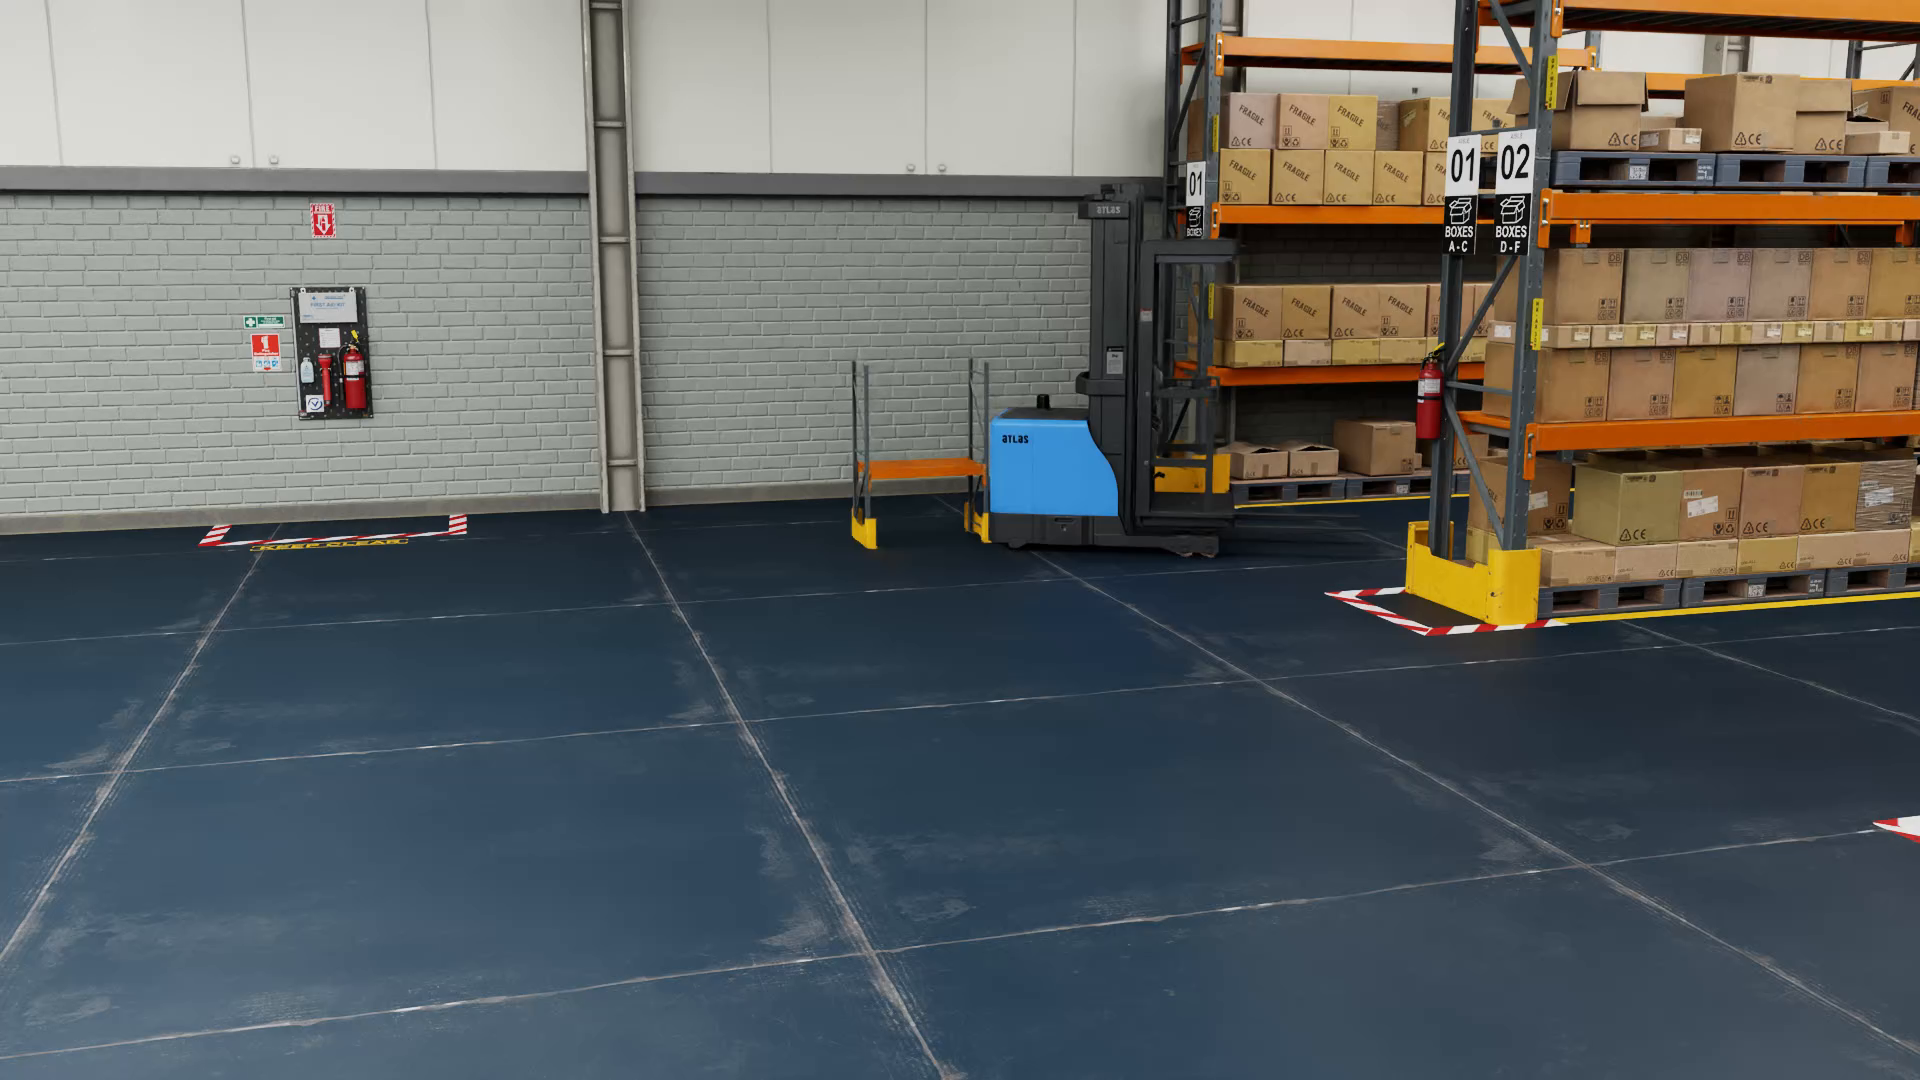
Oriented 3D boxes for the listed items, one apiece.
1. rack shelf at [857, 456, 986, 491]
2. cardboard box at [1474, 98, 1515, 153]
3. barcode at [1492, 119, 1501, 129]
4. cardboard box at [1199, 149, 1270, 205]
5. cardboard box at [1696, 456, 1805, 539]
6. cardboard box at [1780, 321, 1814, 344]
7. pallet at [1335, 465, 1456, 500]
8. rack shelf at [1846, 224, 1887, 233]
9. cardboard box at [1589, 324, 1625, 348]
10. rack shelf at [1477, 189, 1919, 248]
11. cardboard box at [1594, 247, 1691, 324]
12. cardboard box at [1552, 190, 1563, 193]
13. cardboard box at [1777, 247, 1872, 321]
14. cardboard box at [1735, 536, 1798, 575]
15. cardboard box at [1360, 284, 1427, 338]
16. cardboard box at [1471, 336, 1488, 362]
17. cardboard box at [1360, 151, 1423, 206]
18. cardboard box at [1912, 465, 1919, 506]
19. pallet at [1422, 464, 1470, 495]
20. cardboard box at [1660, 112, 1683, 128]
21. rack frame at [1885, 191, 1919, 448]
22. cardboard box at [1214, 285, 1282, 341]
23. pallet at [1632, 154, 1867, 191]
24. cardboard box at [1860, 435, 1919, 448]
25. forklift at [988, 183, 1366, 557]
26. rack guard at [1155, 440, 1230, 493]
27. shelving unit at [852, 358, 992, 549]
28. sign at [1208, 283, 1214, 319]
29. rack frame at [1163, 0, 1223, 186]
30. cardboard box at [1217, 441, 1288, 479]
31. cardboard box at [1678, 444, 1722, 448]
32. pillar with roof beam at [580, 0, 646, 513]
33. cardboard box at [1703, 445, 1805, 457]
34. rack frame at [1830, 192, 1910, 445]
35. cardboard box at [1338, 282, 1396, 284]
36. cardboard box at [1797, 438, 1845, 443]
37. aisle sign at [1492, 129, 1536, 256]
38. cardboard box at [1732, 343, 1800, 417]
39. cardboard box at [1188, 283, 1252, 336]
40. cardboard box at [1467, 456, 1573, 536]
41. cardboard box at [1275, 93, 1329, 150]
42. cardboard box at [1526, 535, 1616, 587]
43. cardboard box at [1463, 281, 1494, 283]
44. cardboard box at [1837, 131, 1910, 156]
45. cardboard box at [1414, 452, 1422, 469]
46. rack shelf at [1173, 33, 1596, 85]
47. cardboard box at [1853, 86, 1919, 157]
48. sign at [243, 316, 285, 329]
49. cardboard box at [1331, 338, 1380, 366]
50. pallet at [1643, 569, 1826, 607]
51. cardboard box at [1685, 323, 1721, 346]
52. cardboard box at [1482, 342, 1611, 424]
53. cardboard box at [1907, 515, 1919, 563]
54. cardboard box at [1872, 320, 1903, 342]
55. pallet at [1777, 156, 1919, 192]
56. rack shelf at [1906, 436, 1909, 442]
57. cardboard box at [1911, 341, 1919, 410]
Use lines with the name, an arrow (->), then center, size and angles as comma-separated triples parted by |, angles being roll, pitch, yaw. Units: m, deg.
rack shelf -> -0.334, -0.564, 13.959 | 1.000, 0.185, 0.538 | -3, 11, -16
cardboard box -> 5.077, -4.006, 16.142 | 0.500, 0.500, 0.500 | -2, 11, -13
barcode -> 3.711, -2.878, 11.508 | 0.075, 0.075, 0.001 | -3, 11, -16
cardboard box -> 2.559, -3.387, 15.544 | 0.500, 0.500, 0.500 | -3, 11, -14
cardboard box -> 5.574, -0.305, 11.784 | 0.500, 0.500, 0.500 | -3, 11, -16
cardboard box -> 5.722, -1.460, 11.625 | 0.250, 0.149, 0.380 | -3, 11, -14
pallet -> 4.200, -0.608, 16.766 | 1.213, 0.211, 1.003 | -3, 11, -16
rack shelf -> 11.770, -3.507, 18.513 | 4.000, 0.370, 1.077 | -3, 11, -16
cardboard box -> 4.246, -1.383, 11.206 | 0.250, 0.149, 0.380 | -3, 11, -17
rack shelf -> 5.477, -2.241, 11.637 | 4.000, 0.370, 1.077 | -3, 11, -16
cardboard box -> 4.562, -1.757, 11.448 | 0.500, 0.500, 0.700 | -3, 11, -17
cardboard box -> 5.591, -3.547, 16.415 | 0.500, 0.500, 0.500 | -3, 11, -14
cardboard box -> 6.007, -1.834, 11.862 | 0.500, 0.500, 0.700 | -3, 11, -16
cardboard box -> 5.574, 0.063, 11.853 | 0.500, 0.250, 0.500 | -3, 11, -16
cardboard box -> 4.178, -2.233, 16.177 | 0.500, 0.500, 0.500 | -3, 11, -14
cardboard box -> 5.158, -1.917, 16.536 | 0.500, 0.250, 0.500 | -3, 11, -16
cardboard box -> 4.091, -3.466, 15.972 | 0.500, 0.500, 0.500 | -2, 11, -12
cardboard box -> 7.706, -0.421, 12.936 | 0.500, 0.311, 0.500 | -3, 11, -16
pallet -> 5.374, -0.670, 17.105 | 1.213, 0.211, 1.003 | -3, 11, -16
cardboard box -> 5.122, -2.857, 11.698 | 0.500, 0.311, 0.500 | -2, 11, -9
rack frame -> 7.397, -1.221, 12.393 | 0.127, 3.000, 1.000 | -3, 11, -16
cardboard box -> 2.711, -2.156, 15.762 | 0.500, 0.500, 0.500 | -3, 11, -16
pallet -> 5.416, -2.544, 11.539 | 1.213, 0.211, 1.003 | -3, 11, -16
cardboard box -> 10.592, -1.448, 18.404 | 0.750, 0.750, 0.750 | -3, 11, -17
forklift -> 1.794, -1.406, 13.587 | 3.031, 2.935, 1.130 | 2, 11, 9
rack guard -> 2.241, -0.654, 16.218 | 0.348, 0.500, 1.175 | -3, 11, -16
shelving unit -> -0.325, -0.741, 13.928 | 1.083, 1.500, 0.587 | -3, 11, -16
sign -> 2.320, -2.211, 15.380 | 0.005, 0.325, 0.100 | -3, 11, -16
rack frame -> 2.168, -4.830, 15.427 | 0.127, 3.000, 1.000 | -3, 11, -16
cardboard box -> 2.858, -0.793, 16.279 | 0.500, 0.311, 0.500 | -4, 11, -22
cardboard box -> 7.694, -1.163, 17.766 | 0.500, 0.500, 0.700 | -3, 11, -15
pillar with roof beam -> -1.959, -3.964, 10.722 | 0.400, 9.000, 9.100 | -3, 11, -16
cardboard box -> 5.904, -0.424, 12.430 | 0.500, 0.500, 0.500 | -3, 11, -16
rack frame -> 9.849, -2.284, 18.170 | 0.127, 3.000, 1.000 | -3, 11, -16
cardboard box -> 4.026, -2.321, 16.658 | 0.500, 0.500, 0.500 | -3, 11, -15
cardboard box -> 9.173, -1.226, 18.109 | 0.500, 0.500, 0.700 | -3, 11, -15
aisle sign -> 3.579, -2.240, 10.751 | 0.004, 0.787, 0.394 | -3, 11, -16
cardboard box -> 5.494, -1.168, 11.829 | 0.500, 0.500, 0.700 | -3, 11, -14
cardboard box -> 2.561, -2.245, 16.245 | 0.500, 0.500, 0.500 | -3, 11, -17
cardboard box -> 3.988, -0.320, 11.865 | 0.500, 0.500, 0.500 | -3, 11, -16
cardboard box -> 3.102, -3.899, 15.564 | 0.500, 0.500, 0.500 | -3, 11, -17
cardboard box -> 4.133, 0.139, 11.442 | 0.500, 0.250, 0.500 | -3, 11, -16
cardboard box -> 5.499, -2.399, 17.082 | 0.500, 0.500, 0.500 | -3, 11, -17
cardboard box -> 6.315, -2.739, 11.504 | 0.250, 0.149, 0.380 | -3, 11, -16
cardboard box -> 4.468, -0.819, 16.868 | 0.250, 0.149, 0.380 | -4, 11, -21
rack shelf -> 4.089, -4.576, 16.043 | 4.000, 0.370, 1.077 | -3, 11, -16
cardboard box -> 6.840, -3.041, 12.173 | 0.500, 0.500, 0.500 | -2, 11, -11
sign -> -6.099, -1.910, 14.574 | 0.331, 0.109, 0.001 | -3, 11, -16
cardboard box -> 3.711, -1.838, 16.107 | 0.500, 0.250, 0.500 | -3, 11, -17
pallet -> 5.448, 0.246, 12.128 | 1.213, 0.211, 1.003 | -3, 11, -16
cardboard box -> 4.984, -1.422, 11.416 | 0.250, 0.149, 0.380 | -3, 11, -18
cardboard box -> 4.008, -1.089, 11.401 | 0.500, 0.500, 0.700 | -3, 11, -16
cardboard box -> 7.013, -0.014, 12.271 | 0.500, 0.250, 0.500 | -3, 11, -16
cardboard box -> 6.455, -1.499, 11.835 | 0.250, 0.149, 0.380 | -3, 11, -16
pallet -> 6.585, -2.605, 11.871 | 1.213, 0.211, 1.003 | -3, 11, -16
rack shelf -> 9.317, -0.968, 13.008 | 4.000, 0.370, 1.077 | -3, 11, -16
cardboard box -> 6.973, -1.247, 12.256 | 0.500, 0.500, 0.700 | -3, 11, -17
